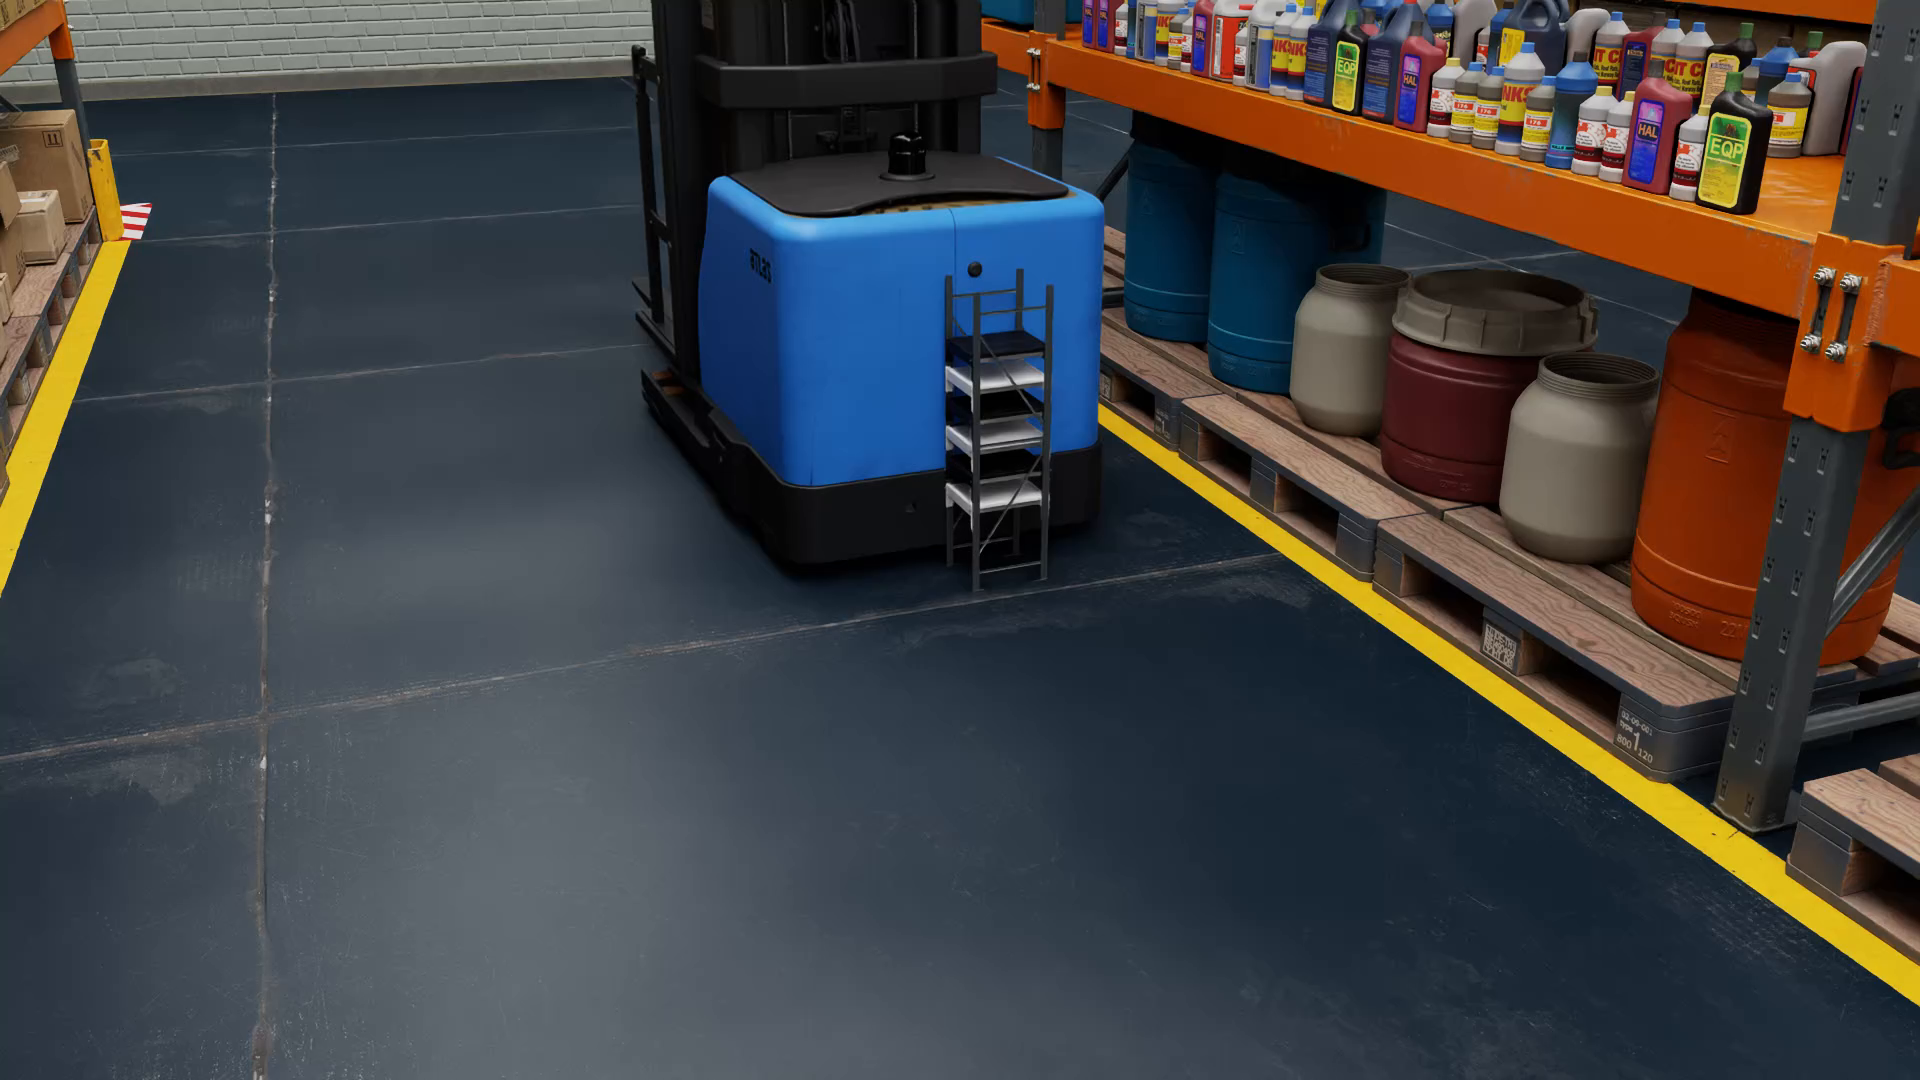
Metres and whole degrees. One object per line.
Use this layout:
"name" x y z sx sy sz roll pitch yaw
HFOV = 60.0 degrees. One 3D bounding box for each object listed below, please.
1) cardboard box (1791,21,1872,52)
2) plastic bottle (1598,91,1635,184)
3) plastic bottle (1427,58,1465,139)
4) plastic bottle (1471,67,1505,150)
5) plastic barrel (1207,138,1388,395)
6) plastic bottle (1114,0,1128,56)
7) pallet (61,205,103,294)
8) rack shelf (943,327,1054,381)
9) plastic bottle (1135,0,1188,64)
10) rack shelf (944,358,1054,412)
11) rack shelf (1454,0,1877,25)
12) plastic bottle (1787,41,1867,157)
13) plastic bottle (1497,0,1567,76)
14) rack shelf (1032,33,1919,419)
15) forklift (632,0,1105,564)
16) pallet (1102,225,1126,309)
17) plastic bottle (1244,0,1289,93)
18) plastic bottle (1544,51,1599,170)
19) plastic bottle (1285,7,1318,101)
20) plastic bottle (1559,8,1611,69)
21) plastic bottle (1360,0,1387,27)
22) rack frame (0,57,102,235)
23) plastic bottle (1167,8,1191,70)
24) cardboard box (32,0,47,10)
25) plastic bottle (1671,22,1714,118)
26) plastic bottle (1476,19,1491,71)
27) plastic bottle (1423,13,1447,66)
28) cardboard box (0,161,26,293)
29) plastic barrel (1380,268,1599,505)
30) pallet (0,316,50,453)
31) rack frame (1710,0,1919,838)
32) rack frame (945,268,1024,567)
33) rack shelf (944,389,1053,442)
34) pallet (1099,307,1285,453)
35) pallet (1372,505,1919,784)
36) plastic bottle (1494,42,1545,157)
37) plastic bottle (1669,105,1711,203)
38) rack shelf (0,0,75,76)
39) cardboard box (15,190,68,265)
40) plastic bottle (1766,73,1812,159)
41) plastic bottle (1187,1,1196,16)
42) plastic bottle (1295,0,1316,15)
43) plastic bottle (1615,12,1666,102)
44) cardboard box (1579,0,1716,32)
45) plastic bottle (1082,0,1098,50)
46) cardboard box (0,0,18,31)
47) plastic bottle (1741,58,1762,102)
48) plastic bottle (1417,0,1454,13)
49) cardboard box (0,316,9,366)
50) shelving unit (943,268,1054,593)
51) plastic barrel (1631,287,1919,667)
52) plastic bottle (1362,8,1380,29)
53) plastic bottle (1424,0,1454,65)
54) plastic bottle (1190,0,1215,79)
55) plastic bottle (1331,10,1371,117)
"cardboard box" 5.262 -2.412 9.305 0.875 0.875 0.875 -8 24 -19
"plastic bottle" 1.552 -0.939 3.871 0.097 0.201 0.097 0 23 0
"plastic bottle" 1.311 -1.186 4.458 0.097 0.201 0.097 0 23 0
"plastic bottle" 1.380 -1.115 4.290 0.097 0.201 0.097 0 23 0
"plastic barrel" 1.213 -1.036 6.007 0.600 0.901 0.708 -8 24 -19
"plastic bottle" 0.622 -1.896 6.141 0.097 0.201 0.097 0 23 0
"pallet" -4.953 -1.440 8.394 1.003 0.211 1.213 -8 24 -19
"rack shelf" 0.110 -0.532 4.744 0.258 0.077 0.200 -9 24 -20
"plastic bottle" 0.723 -1.856 5.952 0.152 0.276 0.135 -8 24 -19
"rack shelf" 0.110 -0.449 4.778 0.258 0.077 0.200 -9 24 -20
"rack shelf" 4.713 -3.342 10.242 1.077 0.370 4.000 -8 24 -19
"plastic bottle" 2.186 -1.126 4.219 0.152 0.276 0.135 -8 24 -19
"plastic bottle" 1.712 -1.485 4.975 0.144 0.351 0.185 -8 24 -19
"rack shelf" 1.493 -1.209 5.182 1.077 0.370 4.000 -8 24 -19
"forklift" -0.581 -1.822 5.799 1.130 2.935 3.031 -9 24 -20
"pallet" 0.490 -1.244 7.929 1.003 0.211 1.213 -8 24 -19
"plastic bottle" 1.002 -1.569 5.269 0.152 0.276 0.135 -8 24 -19
"plastic bottle" 1.483 -1.042 4.025 0.097 0.271 0.097 0 23 0
"plastic bottle" 1.052 -1.485 5.077 0.097 0.271 0.097 0 23 0
"plastic bottle" 1.859 -1.462 5.016 0.152 0.276 0.135 -8 24 -19
"plastic bottle" 1.425 -1.769 5.750 0.097 0.271 0.097 0 23 0
"rack frame" -5.262 -3.042 8.605 1.000 3.000 0.127 -8 24 -19
"plastic bottle" 0.772 -1.741 5.773 0.097 0.201 0.097 0 23 0
"cardboard box" -4.663 -2.775 7.842 0.500 0.500 0.500 -8 24 -19
"plastic bottle" 2.042 -1.302 4.643 0.097 0.271 0.097 0 23 0
"plastic bottle" 1.731 -1.589 5.414 0.097 0.201 0.097 0 23 0
"plastic bottle" 1.323 -1.350 4.742 0.061 0.283 0.133 -8 24 -19
"cardboard box" -4.517 -1.323 7.174 0.797 0.503 0.637 -8 24 -19
"plastic barrel" 1.612 -0.481 5.094 0.600 0.588 0.708 -8 24 -19
"pallet" -4.091 -0.553 6.291 1.003 0.211 1.213 -8 24 -19
"rack frame" 2.199 -0.813 3.318 1.000 3.000 0.127 -8 24 -19
"rack frame" 0.071 -0.350 4.922 0.240 0.900 0.006 -9 24 -20
"rack shelf" 0.110 -0.366 4.813 0.258 0.077 0.200 -9 24 -20
"pallet" 1.020 -0.696 6.629 1.003 0.211 1.213 -8 24 -19
"pallet" 1.882 0.191 4.526 1.003 0.211 1.213 -8 24 -19
"plastic bottle" 1.415 -1.112 4.193 0.097 0.271 0.097 0 23 0
"plastic bottle" 1.634 -0.855 3.672 0.097 0.201 0.097 0 23 0
"rack shelf" -4.555 -1.984 7.021 1.077 0.370 4.000 -8 24 -19
"cardboard box" -4.532 -1.465 7.837 0.500 0.250 0.500 -8 24 -19
"plastic bottle" 2.075 -1.068 4.177 0.097 0.201 0.097 0 23 0
"plastic bottle" 0.833 -1.846 6.023 0.097 0.201 0.097 0 23 0
"plastic bottle" 1.282 -1.935 6.043 0.144 0.351 0.185 -8 24 -19
"plastic bottle" 1.983 -1.387 4.830 0.061 0.283 0.133 -8 24 -19
"cardboard box" 4.629 -3.062 10.848 0.875 0.875 0.875 -8 24 -19
"plastic bottle" 0.517 -2.021 6.334 0.061 0.283 0.133 -8 24 -19
"cardboard box" -4.314 -2.409 6.976 0.500 0.500 0.500 -9 24 -20
"plastic bottle" 2.123 -1.186 4.457 0.097 0.201 0.097 0 23 0
"plastic bottle" 1.583 -1.746 5.690 0.152 0.276 0.135 -8 24 -19
"cardboard box" -3.795 -0.734 6.026 0.500 0.311 0.500 -8 24 -19
"shelving unit" 0.110 -0.314 4.835 0.258 0.900 0.210 -9 24 -20
"plastic barrel" 2.011 -0.182 4.074 0.600 0.830 0.708 -8 24 -19
"plastic bottle" 1.221 -1.470 5.040 0.097 0.271 0.097 0 23 0
"plastic bottle" 1.555 -1.636 5.434 0.097 0.271 0.097 0 23 0
"plastic bottle" 0.831 -1.699 5.568 0.061 0.283 0.133 -8 24 -19
"plastic bottle" 1.141 -1.379 4.810 0.061 0.283 0.133 -8 24 -19
